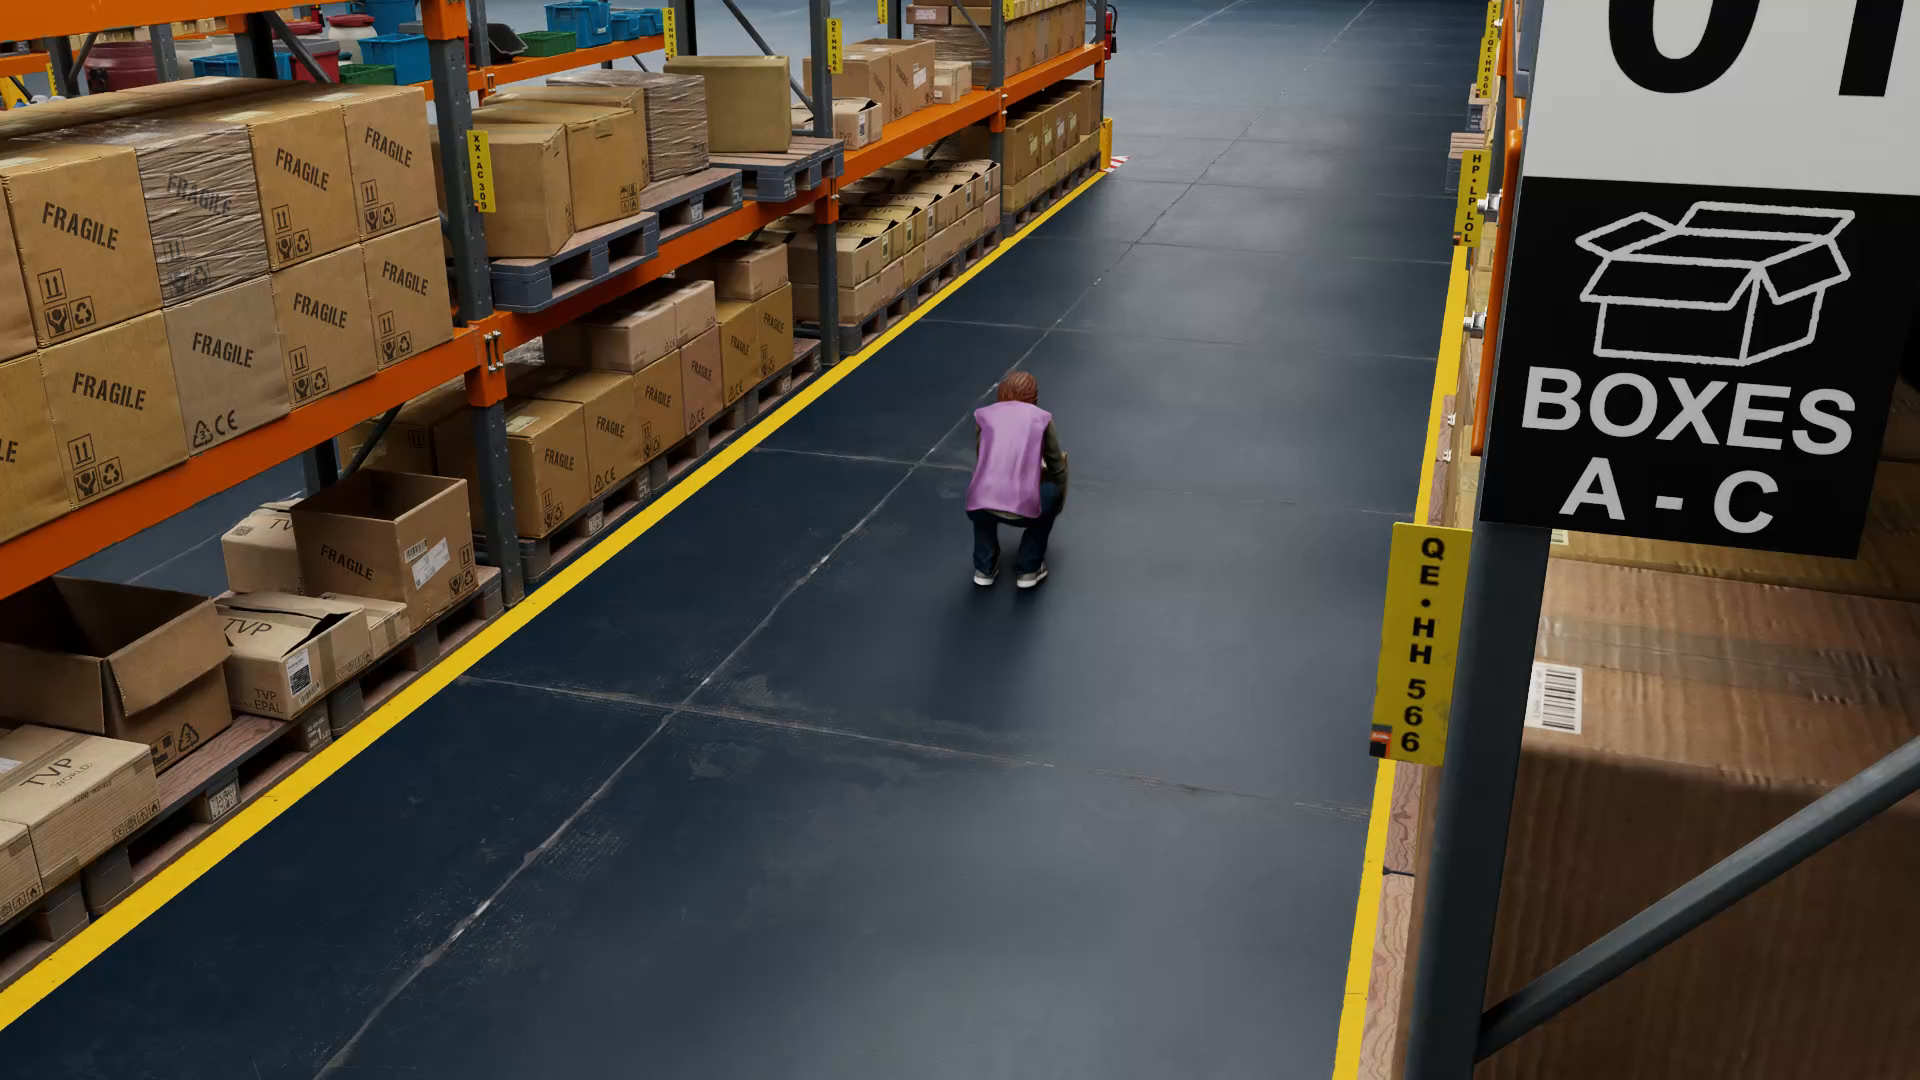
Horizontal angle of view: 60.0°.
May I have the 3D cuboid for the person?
[{"bbox_3d":[0.243,-0.268,7.680,0.442,0.902,0.806,7,23,15],"label":"person"}]
